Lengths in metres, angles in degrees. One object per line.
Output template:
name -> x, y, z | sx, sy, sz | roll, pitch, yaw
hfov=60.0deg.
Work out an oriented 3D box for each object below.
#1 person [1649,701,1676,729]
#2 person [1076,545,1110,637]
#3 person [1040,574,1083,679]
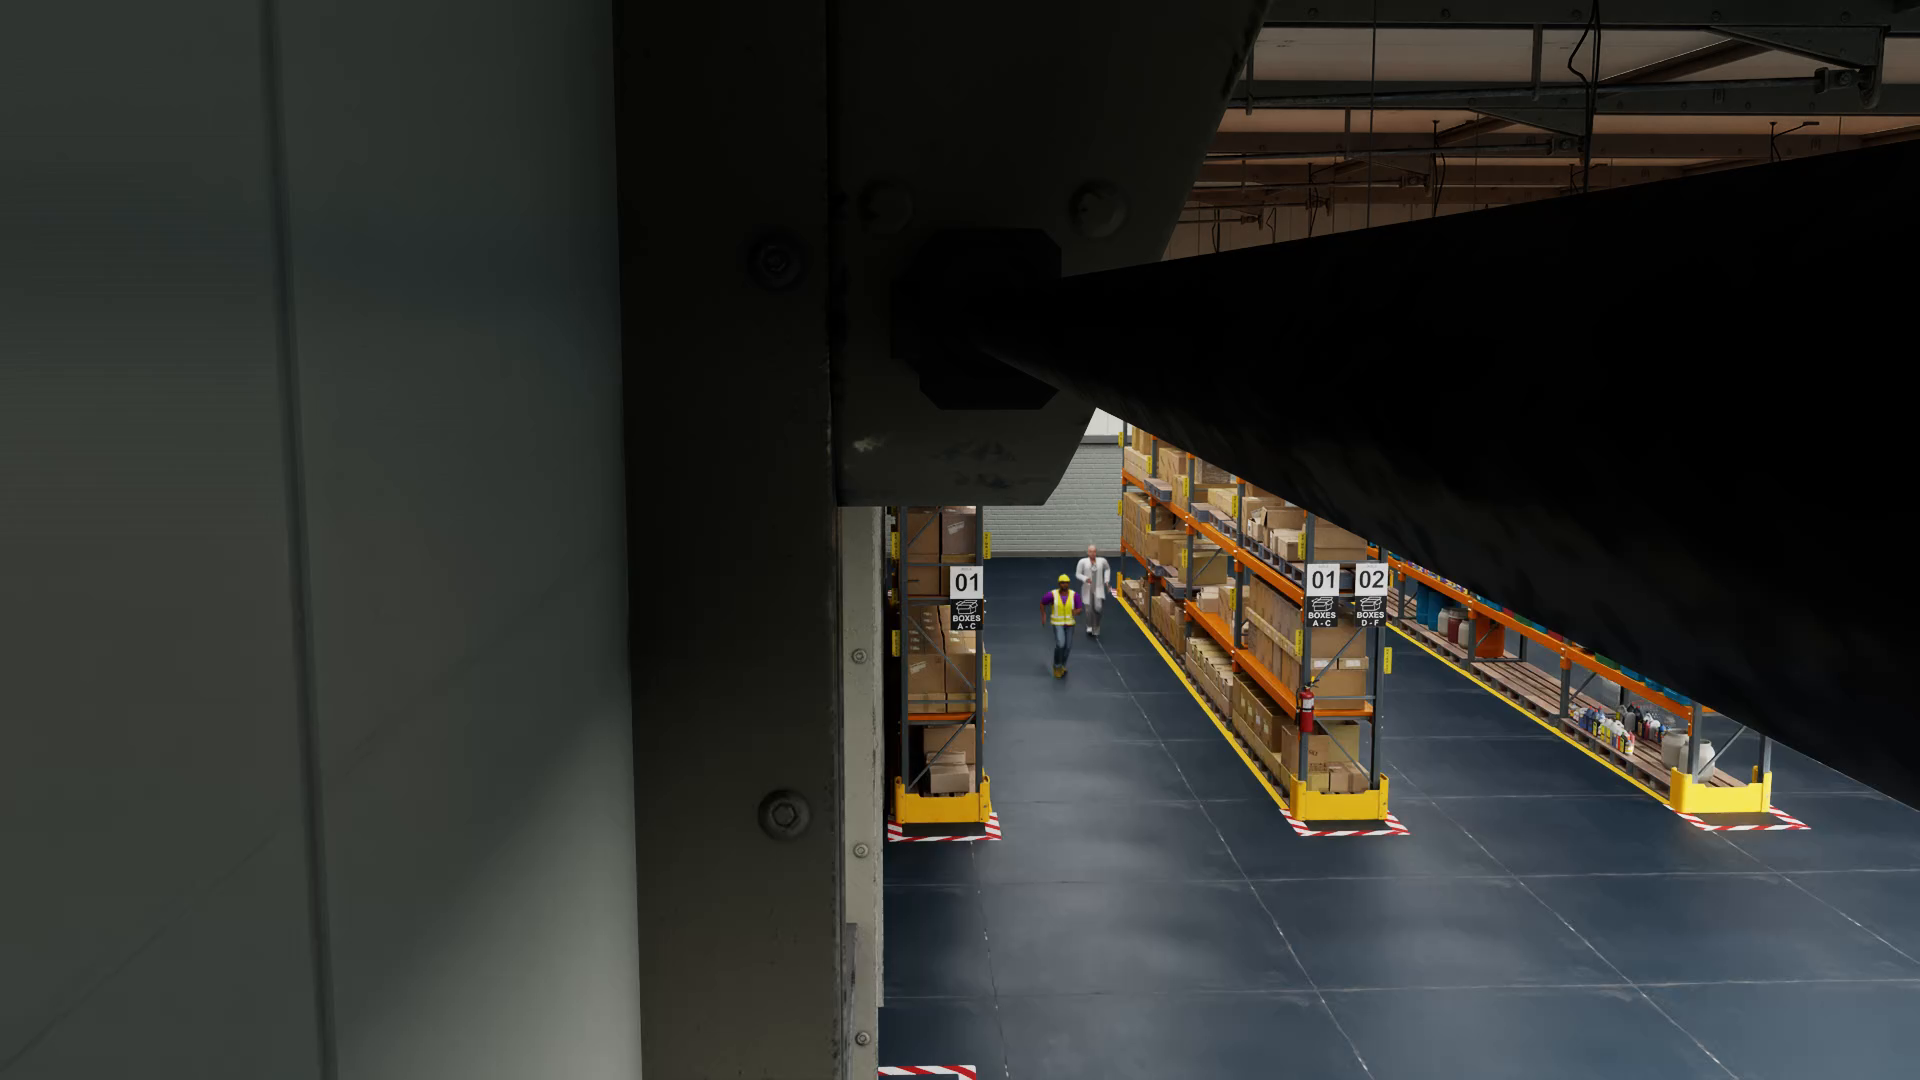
person -> 10.861, 1.940, 25.176 | 0.691, 1.744, 0.877 | -1, 8, -7
person -> 2.551, 0.980, 31.898 | 0.675, 1.773, 0.848 | 0, 8, 2
person -> 1.762, 1.477, 28.412 | 0.674, 1.789, 0.725 | -2, 8, -13
